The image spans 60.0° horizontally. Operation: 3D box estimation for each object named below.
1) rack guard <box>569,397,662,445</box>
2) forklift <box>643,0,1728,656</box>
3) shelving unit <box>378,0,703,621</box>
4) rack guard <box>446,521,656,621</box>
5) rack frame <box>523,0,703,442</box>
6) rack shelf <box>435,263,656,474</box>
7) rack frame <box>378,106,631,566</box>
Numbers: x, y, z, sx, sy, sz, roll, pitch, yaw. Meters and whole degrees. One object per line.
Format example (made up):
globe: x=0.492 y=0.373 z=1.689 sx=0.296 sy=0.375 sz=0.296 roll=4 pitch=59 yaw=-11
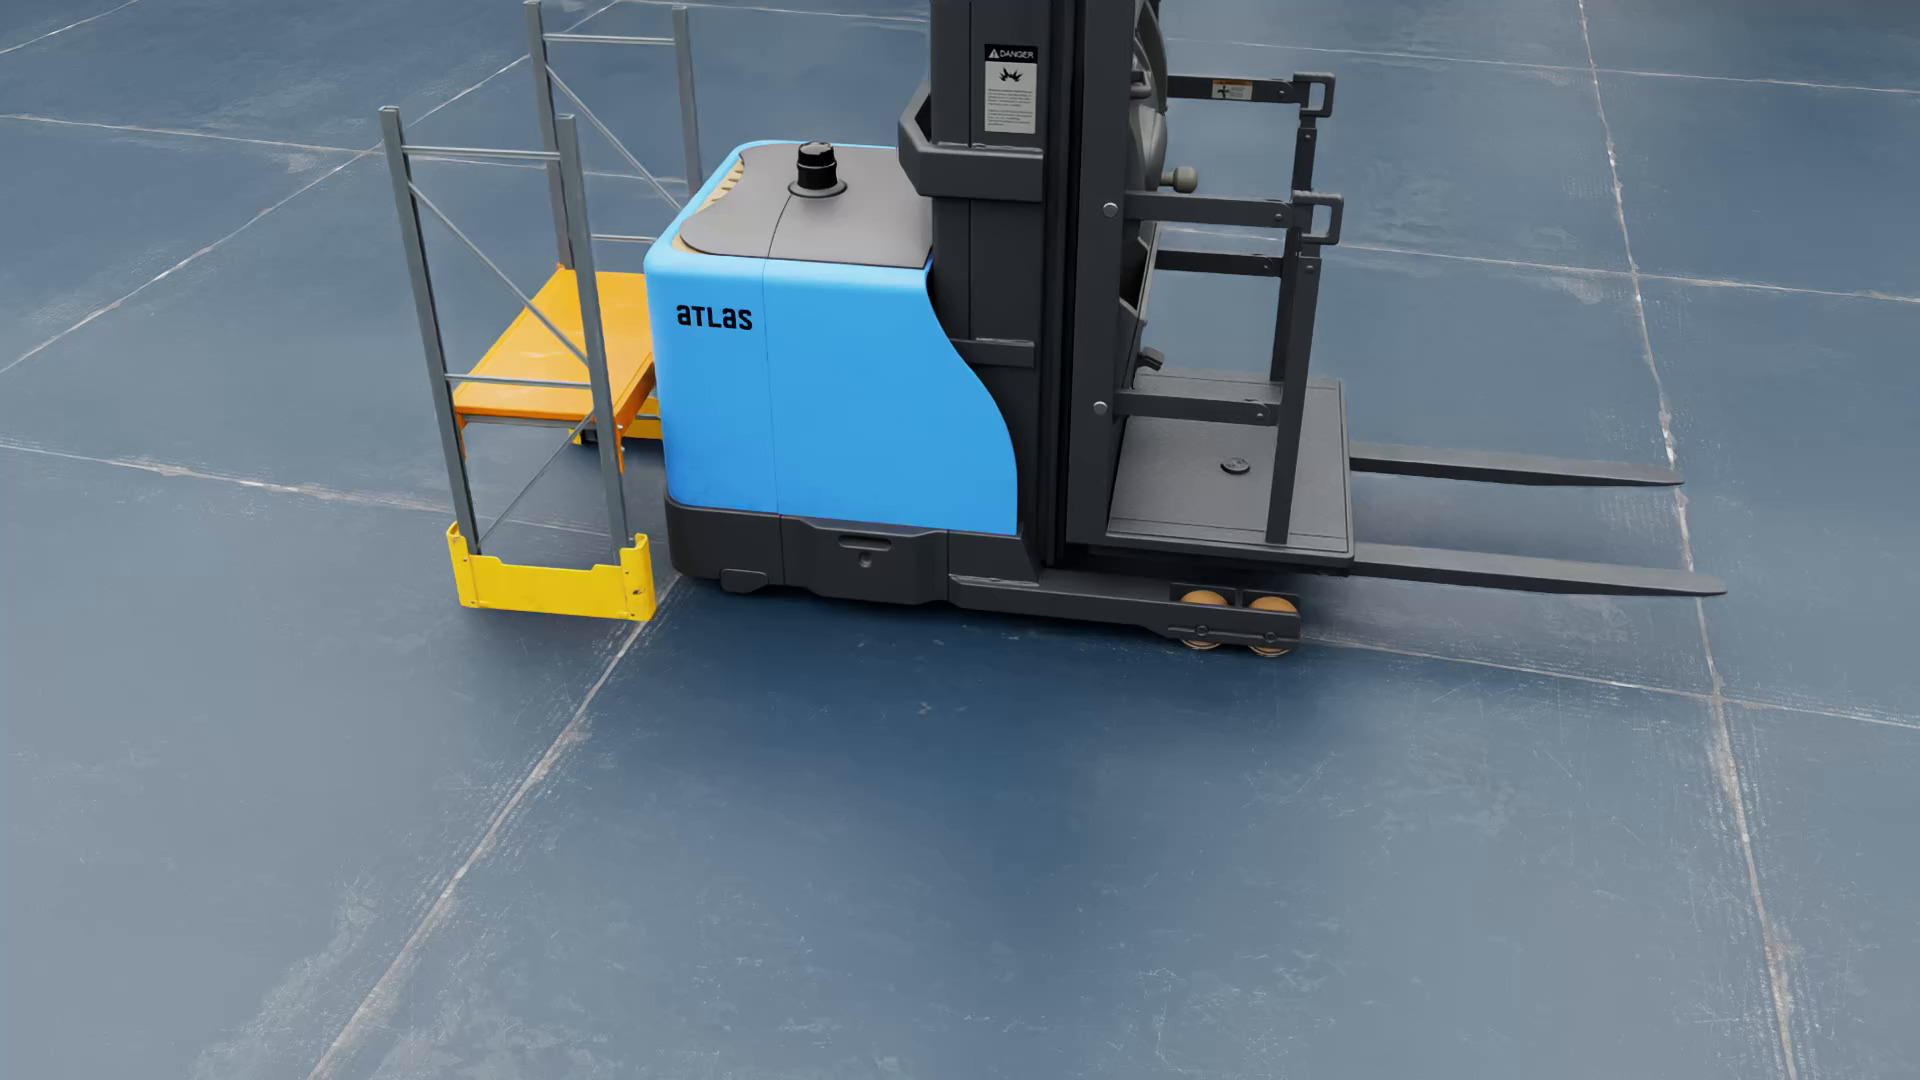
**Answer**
rack guard: x=-1.059 y=-0.439 z=5.707 sx=0.587 sy=0.250 sz=0.087 roll=4 pitch=33 yaw=7
forklift: x=0.691 y=-1.216 z=4.431 sx=3.031 sy=2.935 sz=1.130 roll=5 pitch=33 yaw=8
shelving unit: x=-1.127 y=-0.702 z=4.956 sx=0.587 sy=1.500 sz=1.083 roll=4 pitch=33 yaw=7
rack guard: x=-1.194 y=0.090 z=4.874 sx=0.587 sy=0.250 sz=0.087 roll=4 pitch=33 yaw=7
rack frame: x=-1.060 y=-0.967 z=5.373 sx=0.500 sy=1.500 sz=0.032 roll=4 pitch=33 yaw=7
rack shelf: x=-1.128 y=-0.545 z=5.044 sx=0.538 sy=0.185 sz=1.000 roll=4 pitch=33 yaw=7
rack frame: x=-1.198 y=-0.427 z=4.523 sx=0.500 sy=1.500 sz=0.032 roll=4 pitch=33 yaw=7
